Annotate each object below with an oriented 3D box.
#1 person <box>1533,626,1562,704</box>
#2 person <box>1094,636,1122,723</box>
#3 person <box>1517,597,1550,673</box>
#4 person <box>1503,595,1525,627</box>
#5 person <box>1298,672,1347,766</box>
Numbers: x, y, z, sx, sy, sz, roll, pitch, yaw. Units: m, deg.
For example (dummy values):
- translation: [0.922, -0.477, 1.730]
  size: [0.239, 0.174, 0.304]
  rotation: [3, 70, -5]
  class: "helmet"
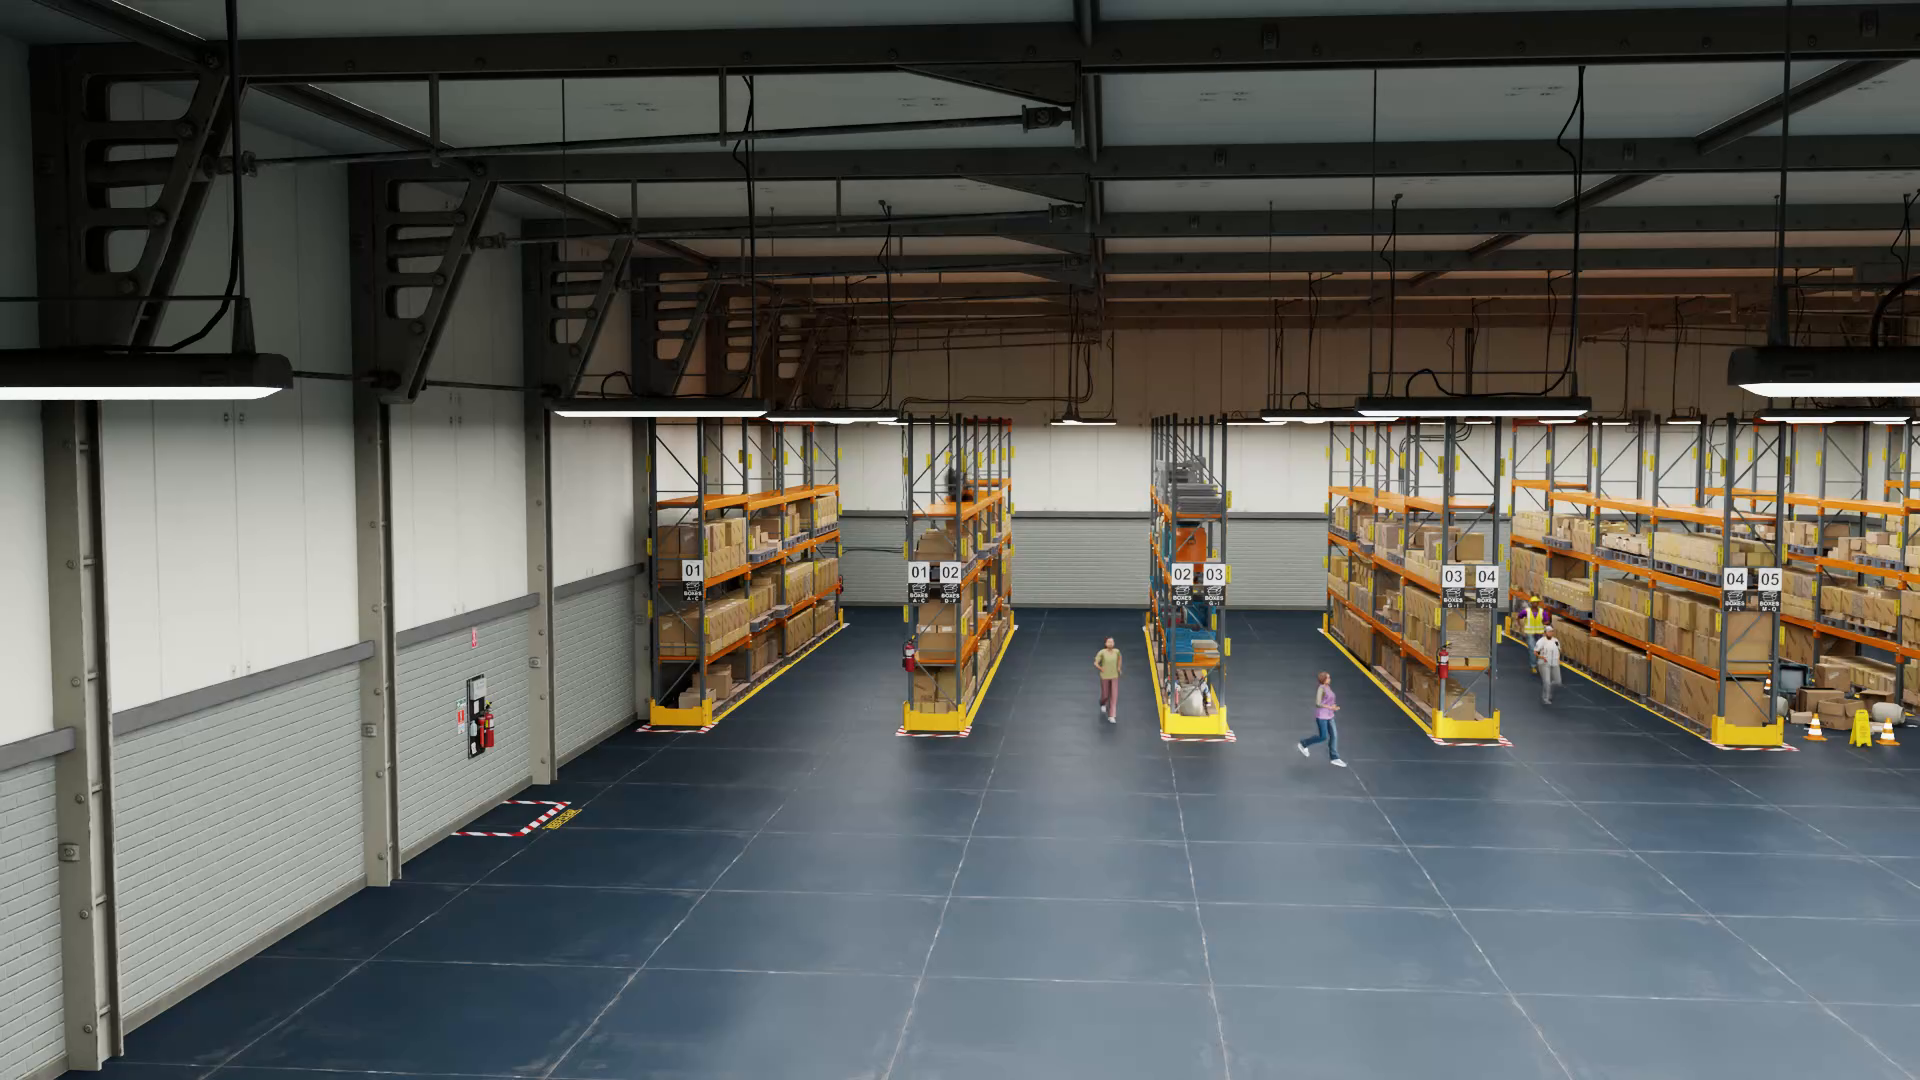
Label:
- translation: [12.211, 2.593, 34.479]
  size: [0.602, 1.618, 0.568]
  rotation: [0, 4, -4]
  class: "person"
- translation: [2.920, 2.706, 32.587]
  size: [0.578, 1.656, 0.913]
  rotation: [0, 4, -7]
  class: "person"
- translation: [13.436, 2.195, 38.907]
  size: [0.701, 1.750, 0.990]
  rotation: [0, 4, 5]
  class: "person"
- translation: [15.925, 1.658, 47.401]
  size: [0.775, 1.757, 0.717]
  rotation: [1, 4, 16]
  class: "person"
- translation: [6.165, 3.020, 28.225]
  size: [0.860, 1.587, 0.537]
  rotation: [3, 5, 35]
  class: "person"
